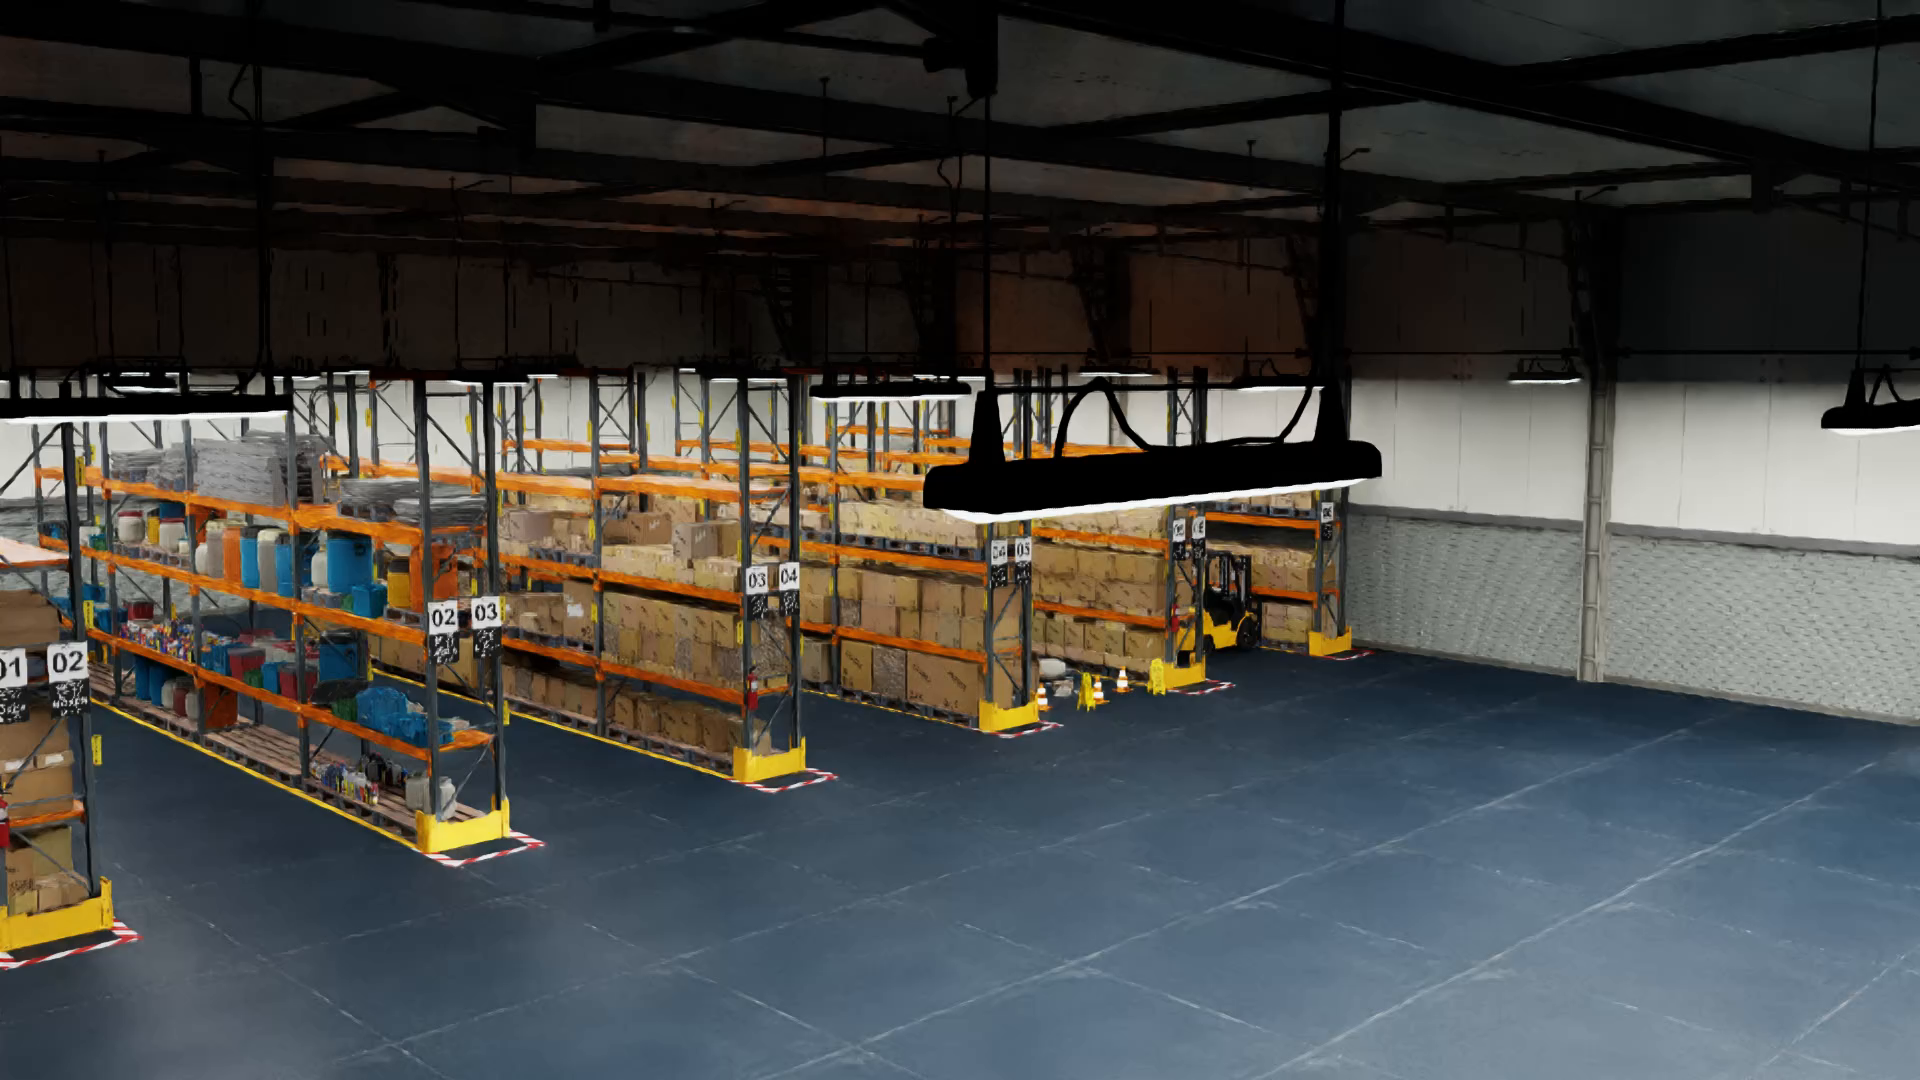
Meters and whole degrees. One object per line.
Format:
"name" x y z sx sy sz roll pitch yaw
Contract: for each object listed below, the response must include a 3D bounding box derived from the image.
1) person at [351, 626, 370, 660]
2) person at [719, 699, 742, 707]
"person" -10.761 2.216 29.513 0.513 1.604 0.592 6 9 43
"person" -4.135 2.064 29.812 0.605 1.789 0.451 2 7 17
